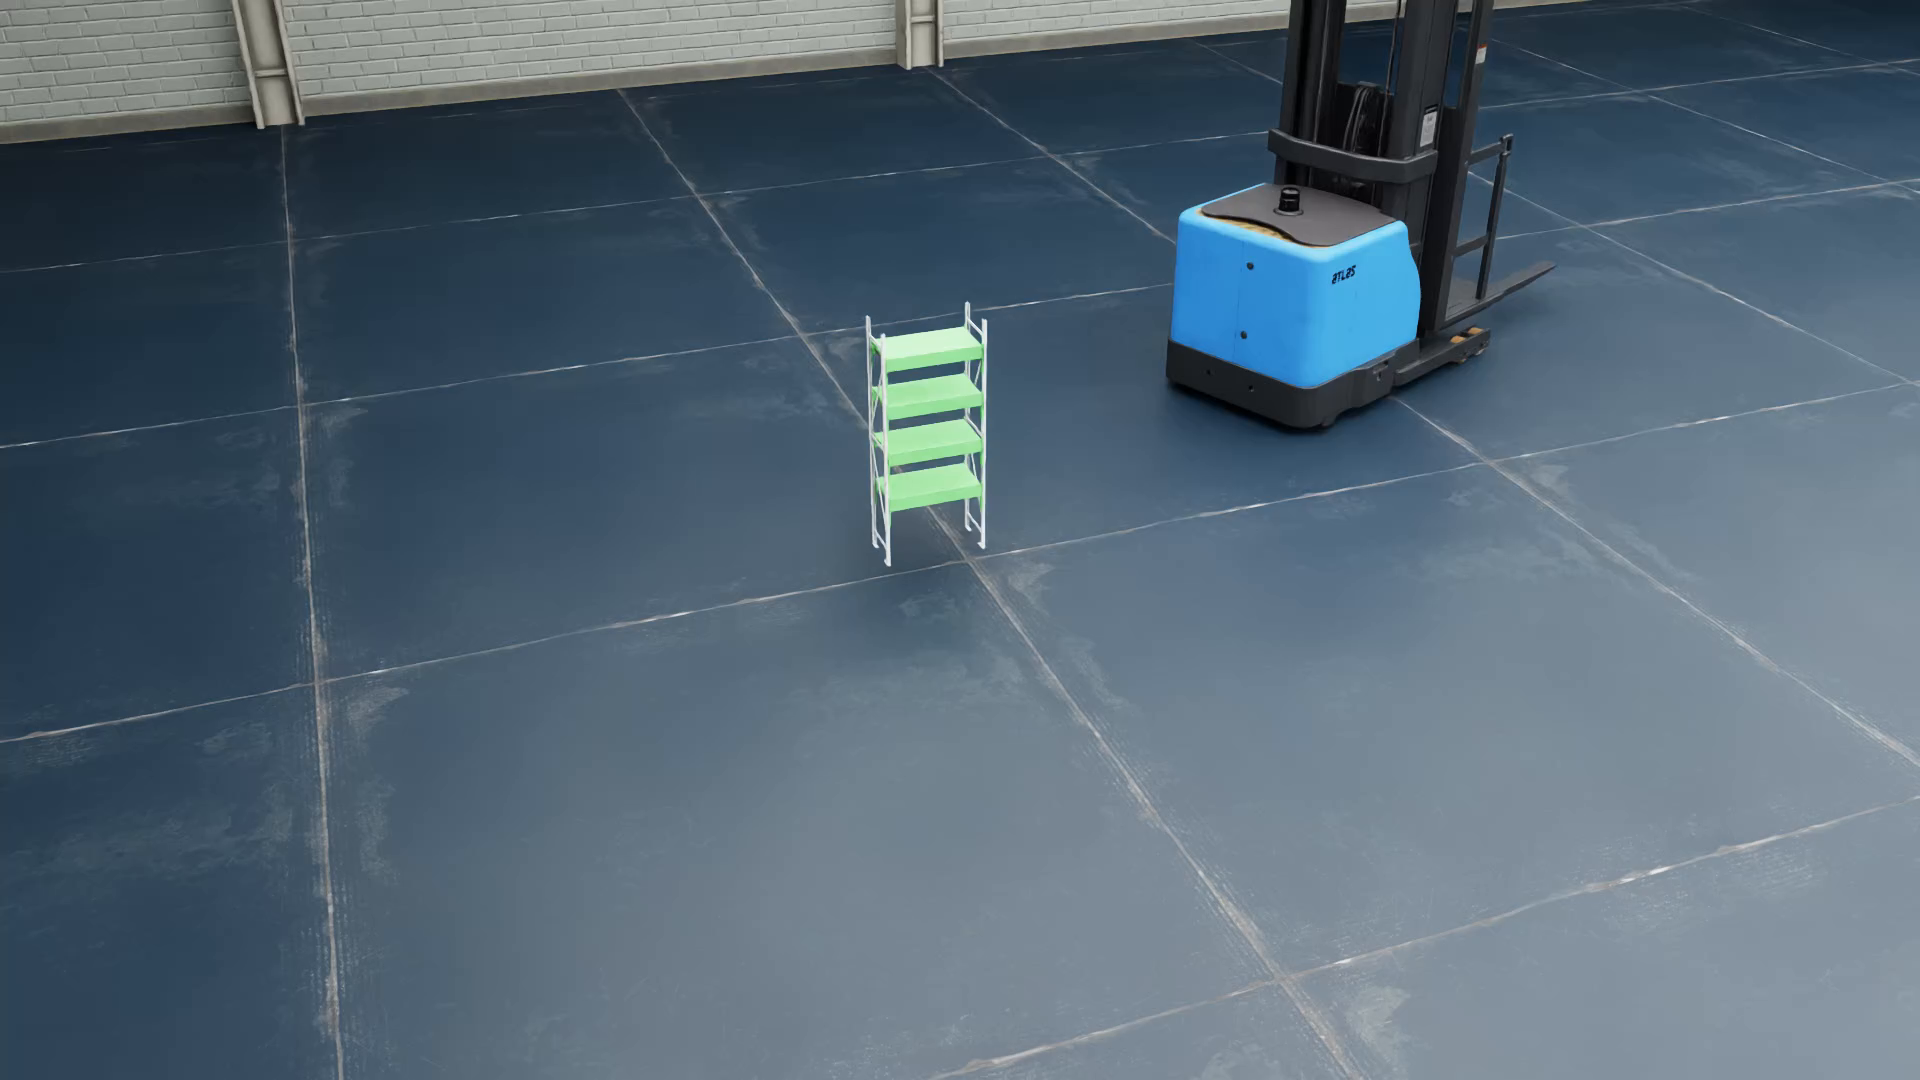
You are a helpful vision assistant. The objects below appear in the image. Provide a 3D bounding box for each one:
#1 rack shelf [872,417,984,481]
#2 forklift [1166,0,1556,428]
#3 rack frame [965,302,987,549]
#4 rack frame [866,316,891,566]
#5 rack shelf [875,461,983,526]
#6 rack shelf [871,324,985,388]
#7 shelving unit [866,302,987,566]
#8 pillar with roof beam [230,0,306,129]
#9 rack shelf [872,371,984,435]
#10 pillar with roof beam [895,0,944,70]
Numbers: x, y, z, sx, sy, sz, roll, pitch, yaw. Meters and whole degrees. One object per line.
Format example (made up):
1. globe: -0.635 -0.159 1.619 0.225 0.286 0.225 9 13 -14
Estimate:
1. rack shelf: -0.155 -0.437 7.934 0.480 0.148 0.258 -10 31 -18
2. forklift: 2.627 -2.514 9.702 3.031 2.935 1.130 -25 38 -37
3. rack frame: 0.074 -0.535 7.977 0.015 1.200 0.240 -10 31 -18
4. rack frame: -0.384 -0.451 7.829 0.015 1.200 0.240 -10 31 -18
5. rack shelf: -0.155 -0.229 8.053 0.480 0.148 0.258 -10 31 -18
6. rack shelf: -0.155 -0.854 7.697 0.480 0.148 0.258 -10 31 -18
7. shelving unit: -0.155 -0.493 7.903 0.503 1.200 0.258 -10 31 -18
8. pillar with roof beam: -4.521 -5.618 9.020 0.400 9.000 9.100 -10 31 -18
9. rack shelf: -0.155 -0.646 7.816 0.480 0.148 0.258 -10 31 -18
10. pillar with roof beam: 1.102 -6.653 10.837 0.400 9.000 9.100 -10 31 -18
